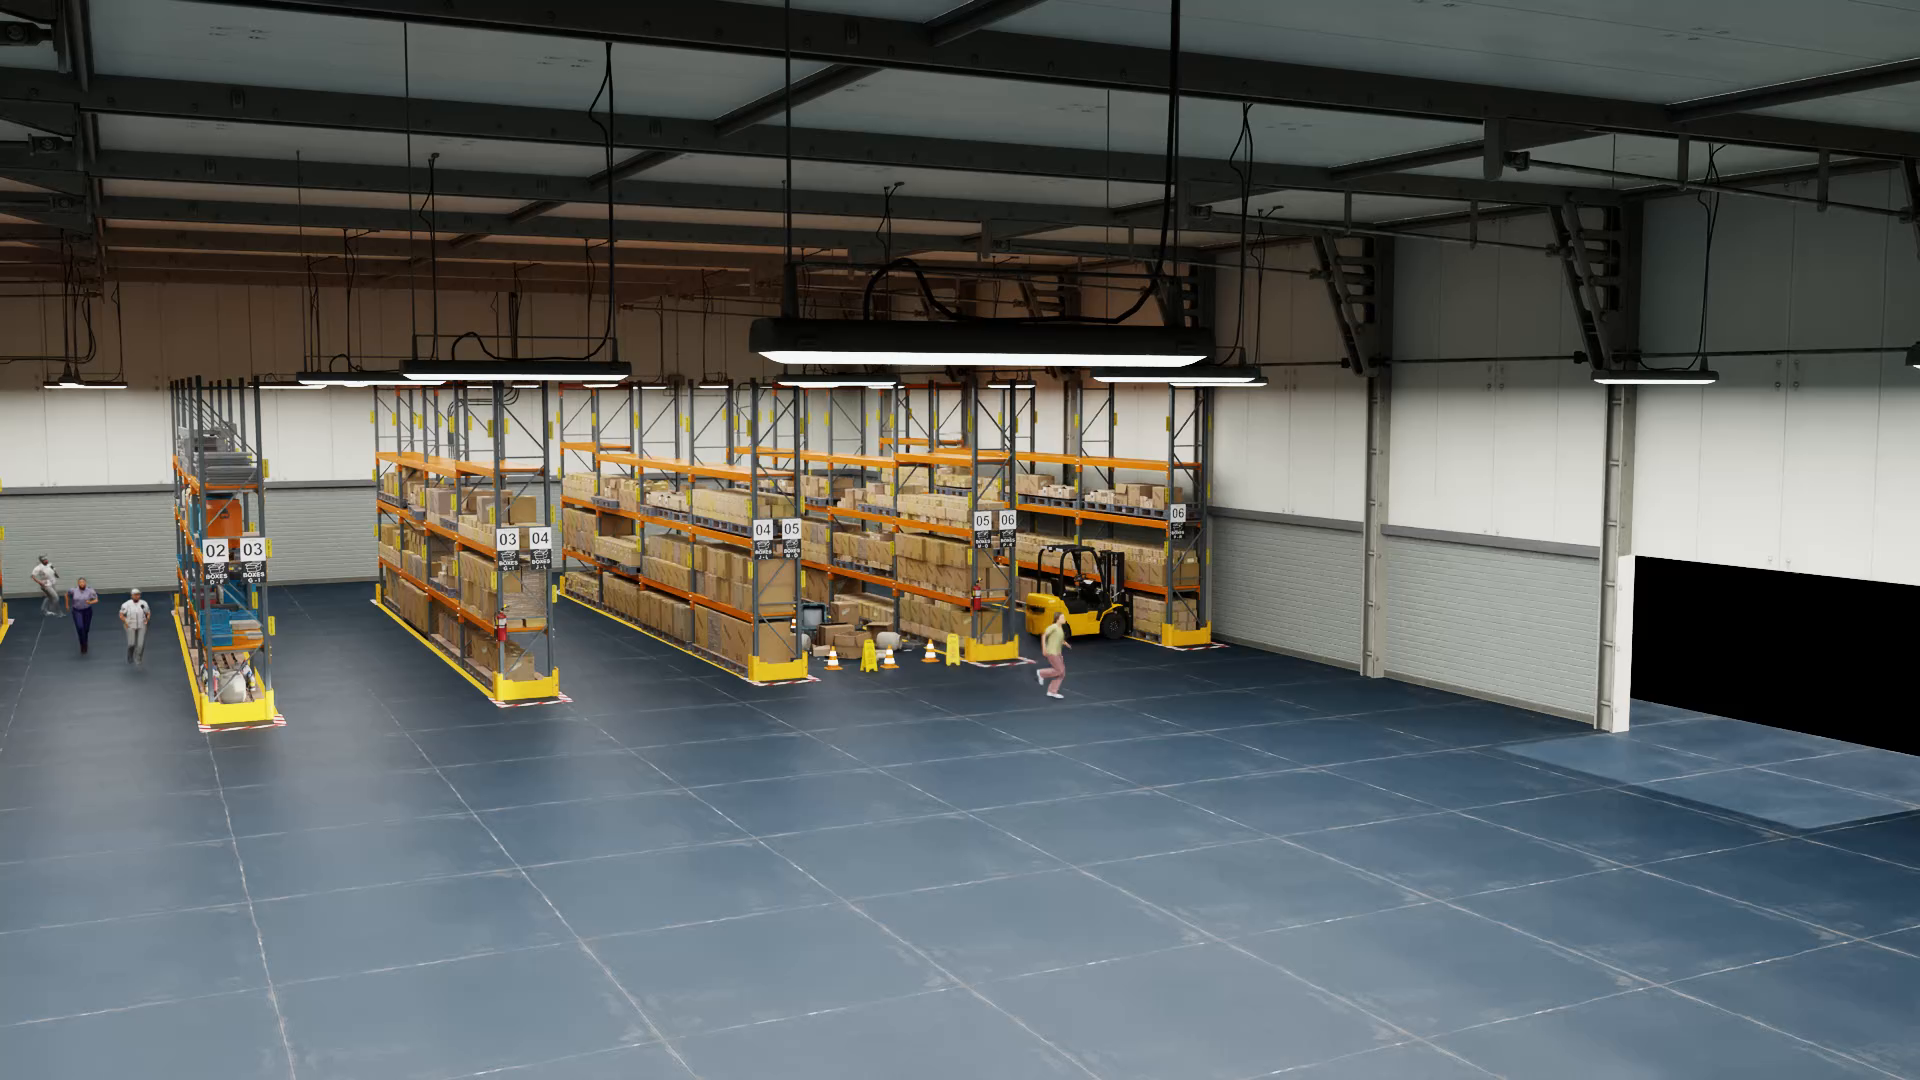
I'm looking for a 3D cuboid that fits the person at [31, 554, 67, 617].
[{"bbox_3d":[-23.192,1.177,42.263,0.739,1.692,0.719,0,5,4],"label":"person"}]

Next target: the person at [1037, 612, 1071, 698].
[{"bbox_3d":[1.766,2.157,31.285,0.646,1.617,0.618,3,6,28],"label":"person"}]

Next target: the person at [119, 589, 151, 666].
[{"bbox_3d":[-17.162,1.831,34.654,0.581,1.622,0.536,-3,6,-34],"label":"person"}]

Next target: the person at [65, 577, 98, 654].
[{"bbox_3d":[-19.357,1.666,36.692,0.627,1.677,0.832,-3,6,-31],"label":"person"}]
